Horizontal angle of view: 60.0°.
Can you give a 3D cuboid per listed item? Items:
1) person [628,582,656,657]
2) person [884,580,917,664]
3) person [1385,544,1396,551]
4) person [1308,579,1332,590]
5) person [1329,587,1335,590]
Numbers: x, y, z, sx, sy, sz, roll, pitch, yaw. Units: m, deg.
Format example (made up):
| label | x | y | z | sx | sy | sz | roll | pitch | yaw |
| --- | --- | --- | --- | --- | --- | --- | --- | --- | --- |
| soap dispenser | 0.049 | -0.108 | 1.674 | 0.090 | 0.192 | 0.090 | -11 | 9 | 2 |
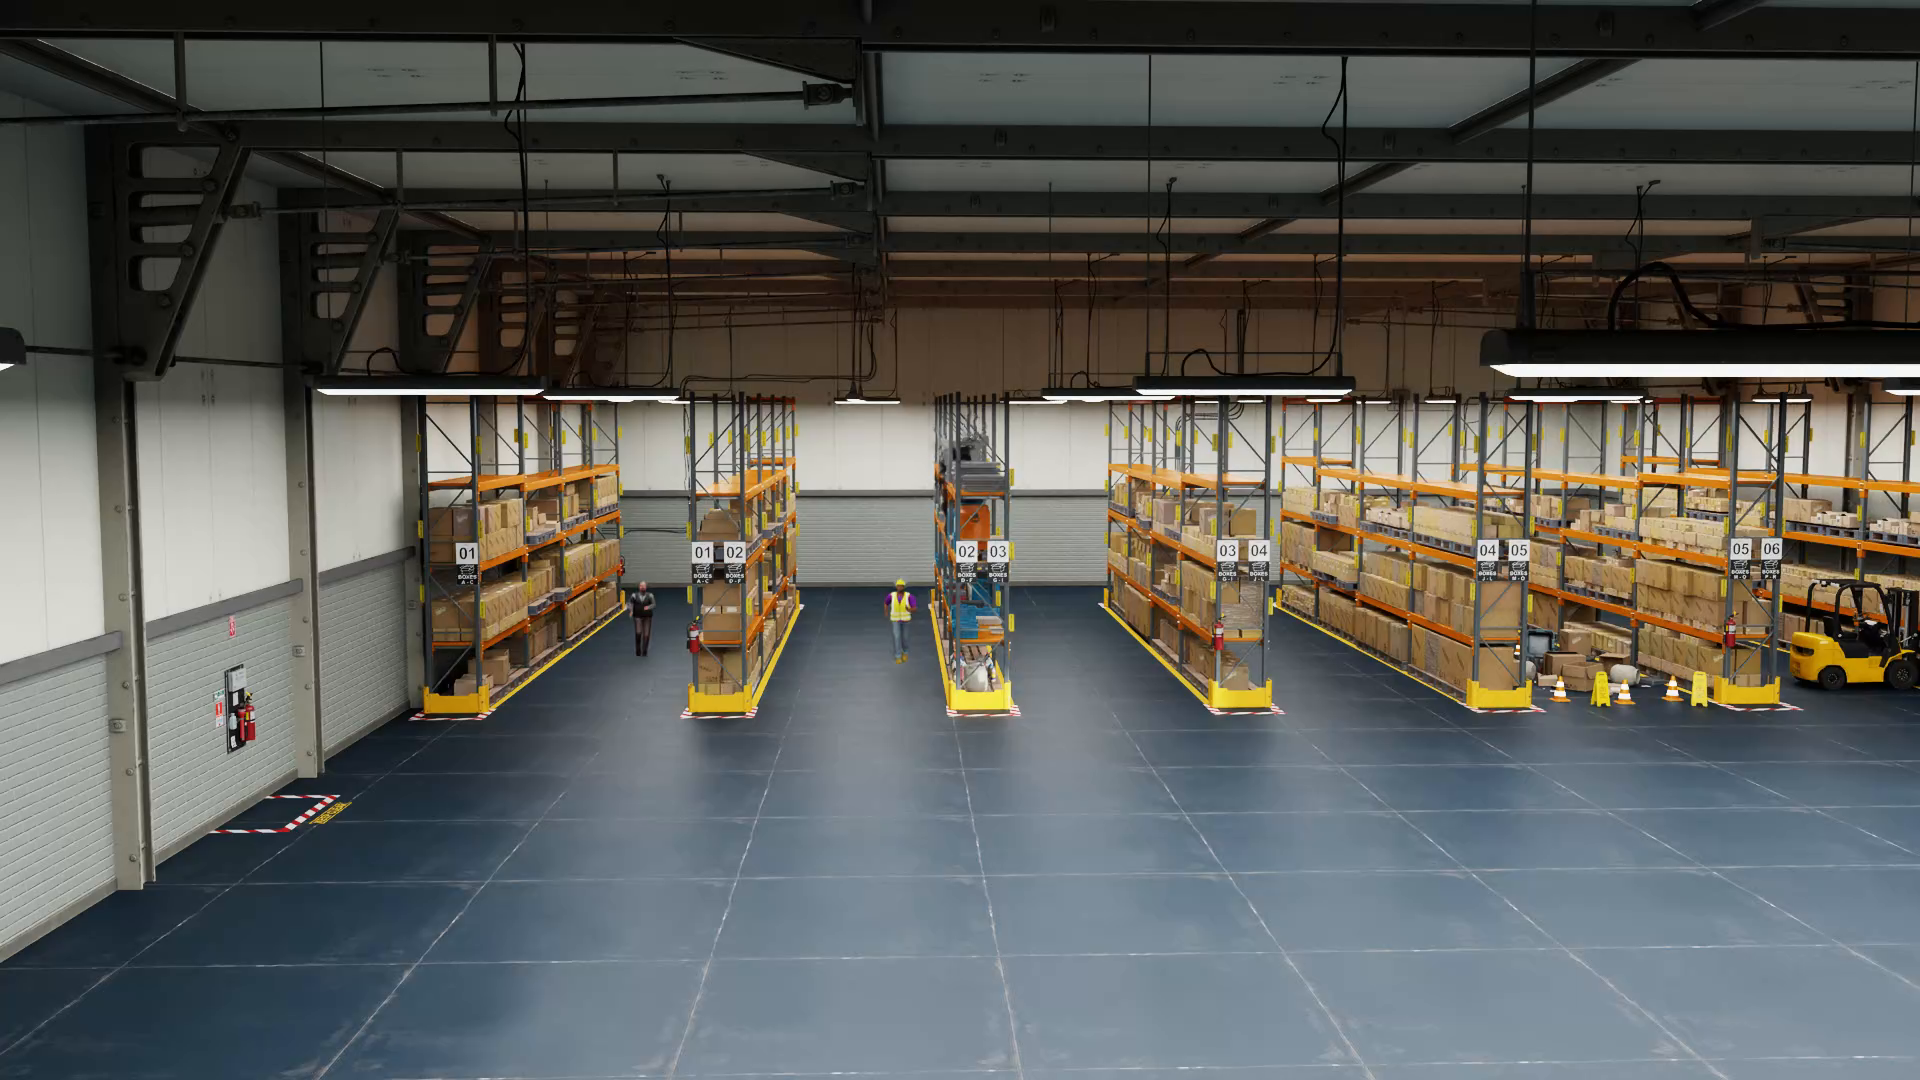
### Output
| label | x | y | z | sx | sy | sz | roll | pitch | yaw |
| --- | --- | --- | --- | --- | --- | --- | --- | --- | --- |
| person | -7.276 | 1.816 | 38.100 | 0.629 | 1.720 | 0.693 | -1 | 5 | -15 |
| person | -1.260 | 1.733 | 35.217 | 0.710 | 1.794 | 0.905 | 0 | 5 | -2 |
| person | 12.714 | 0.861 | 49.291 | 0.883 | 1.823 | 0.658 | 0 | 5 | 1 |
| person | 10.558 | 0.979 | 48.930 | 0.780 | 1.639 | 0.581 | 0 | 5 | 1 |
| person | 11.080 | 0.919 | 49.565 | 0.653 | 1.681 | 0.588 | -1 | 5 | -15 |
